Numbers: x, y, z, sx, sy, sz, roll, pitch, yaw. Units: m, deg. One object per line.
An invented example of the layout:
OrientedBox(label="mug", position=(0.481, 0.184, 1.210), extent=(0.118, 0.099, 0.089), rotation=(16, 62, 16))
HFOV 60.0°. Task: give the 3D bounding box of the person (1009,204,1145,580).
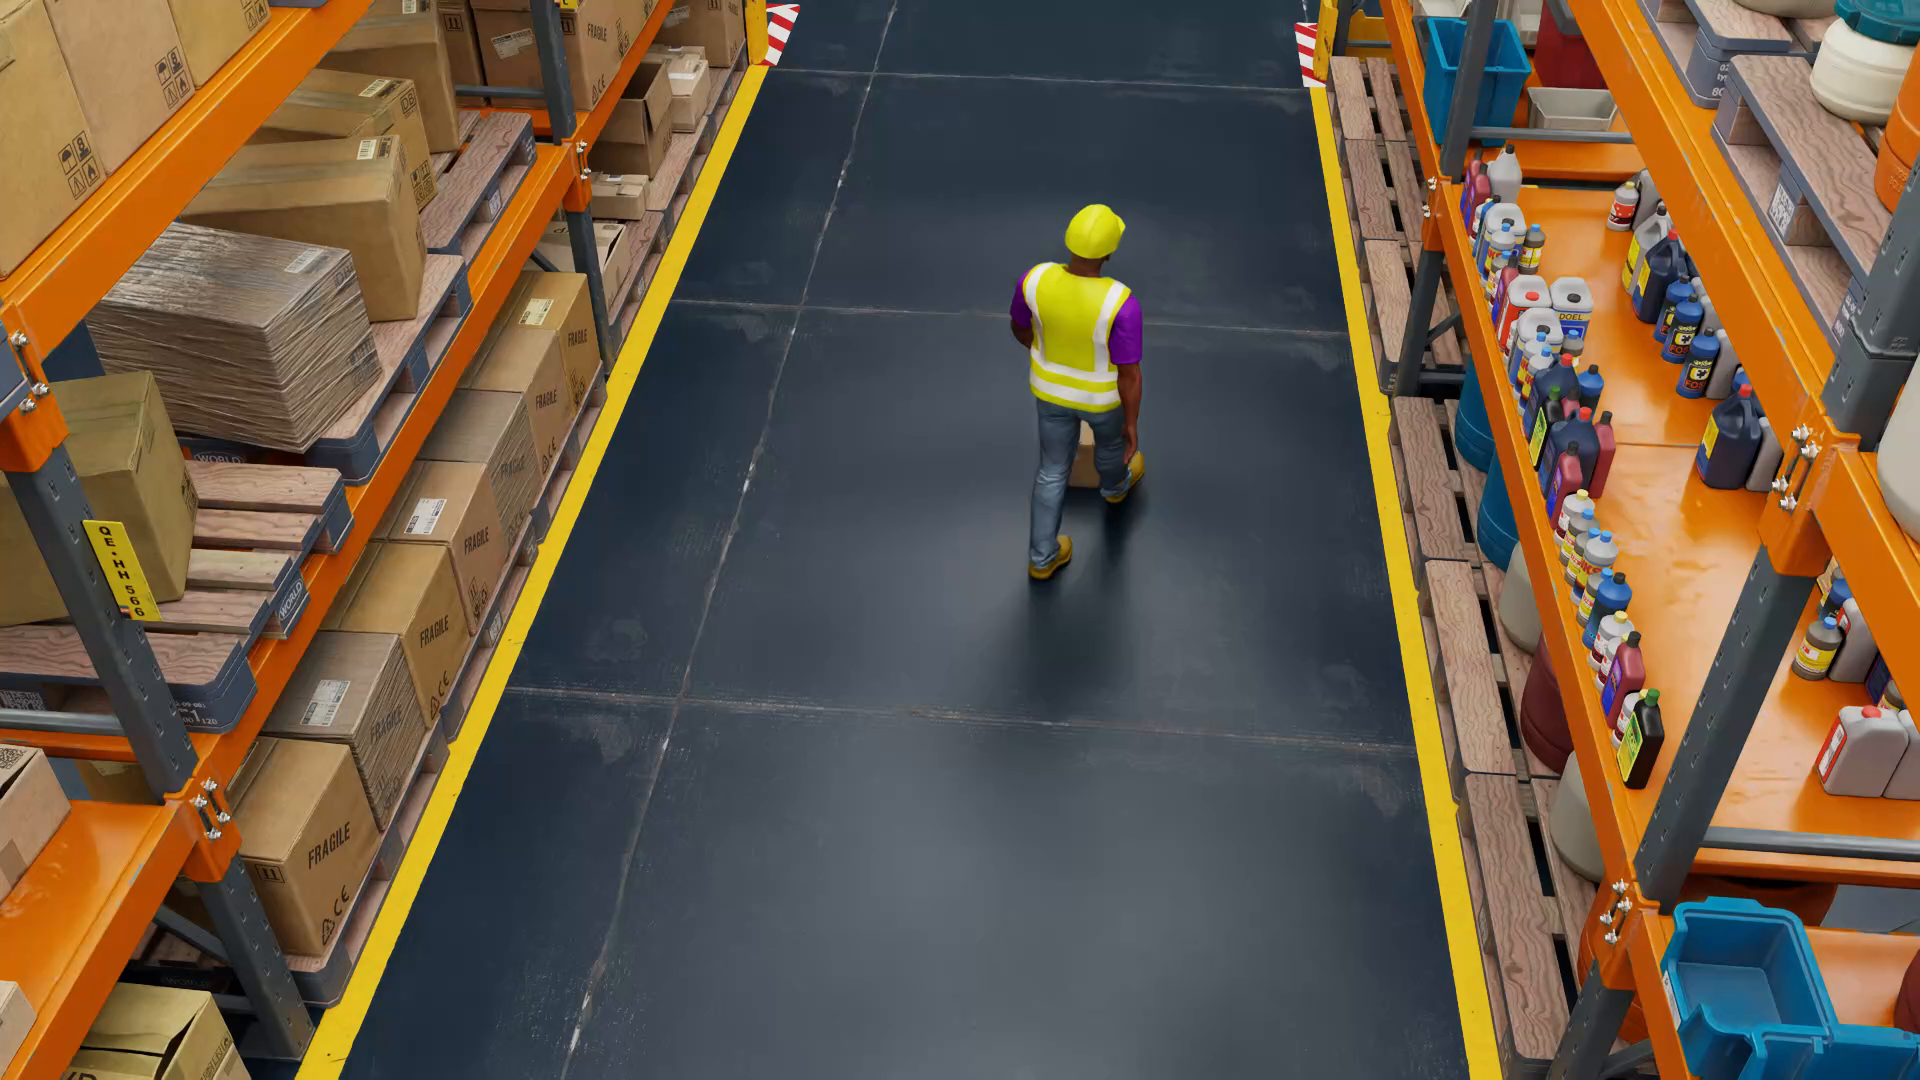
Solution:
OrientedBox(label="person", position=(0.548, -0.731, 7.029), extent=(0.623, 1.723, 0.938), rotation=(14, 42, 16))
